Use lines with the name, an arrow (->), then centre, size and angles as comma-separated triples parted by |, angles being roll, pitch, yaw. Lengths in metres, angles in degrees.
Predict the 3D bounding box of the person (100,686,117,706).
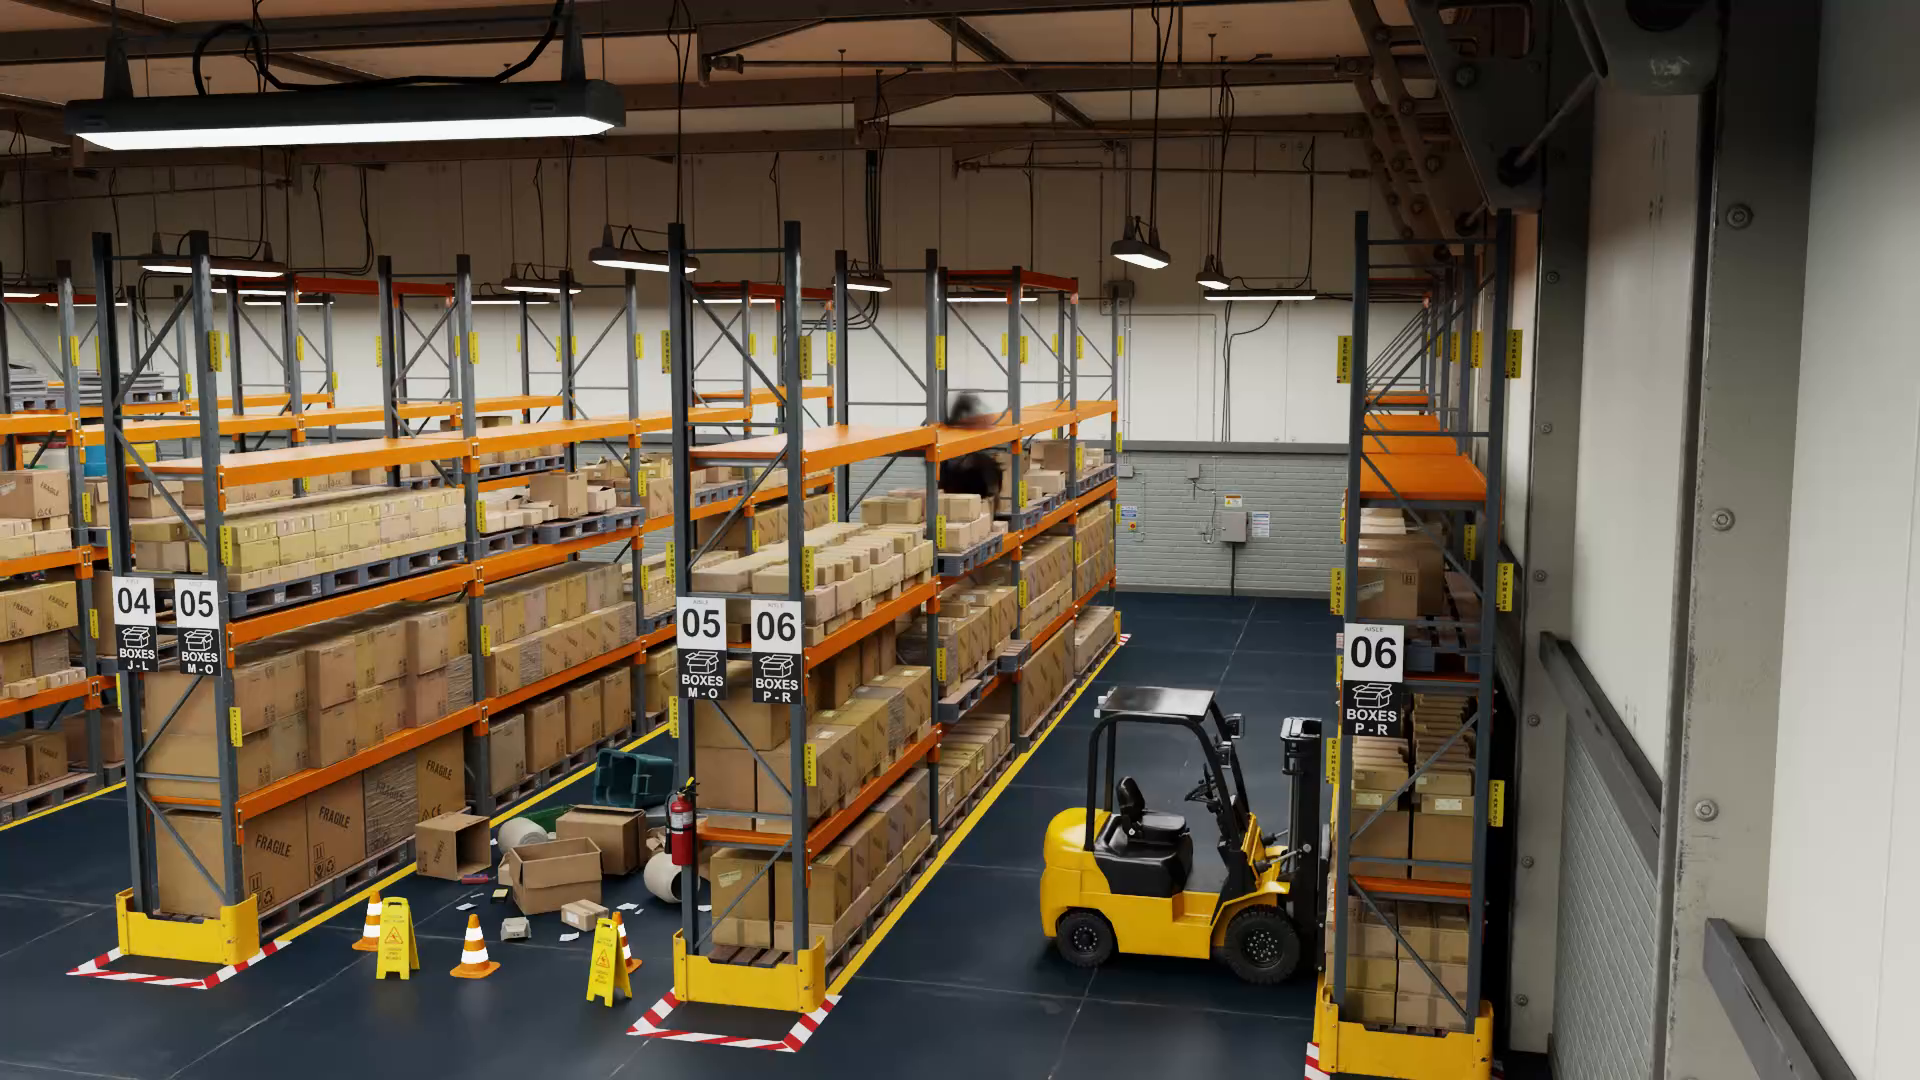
person -> -11.391, 1.666, 22.246 | 0.510, 1.607, 0.676 | 0, 7, 3
